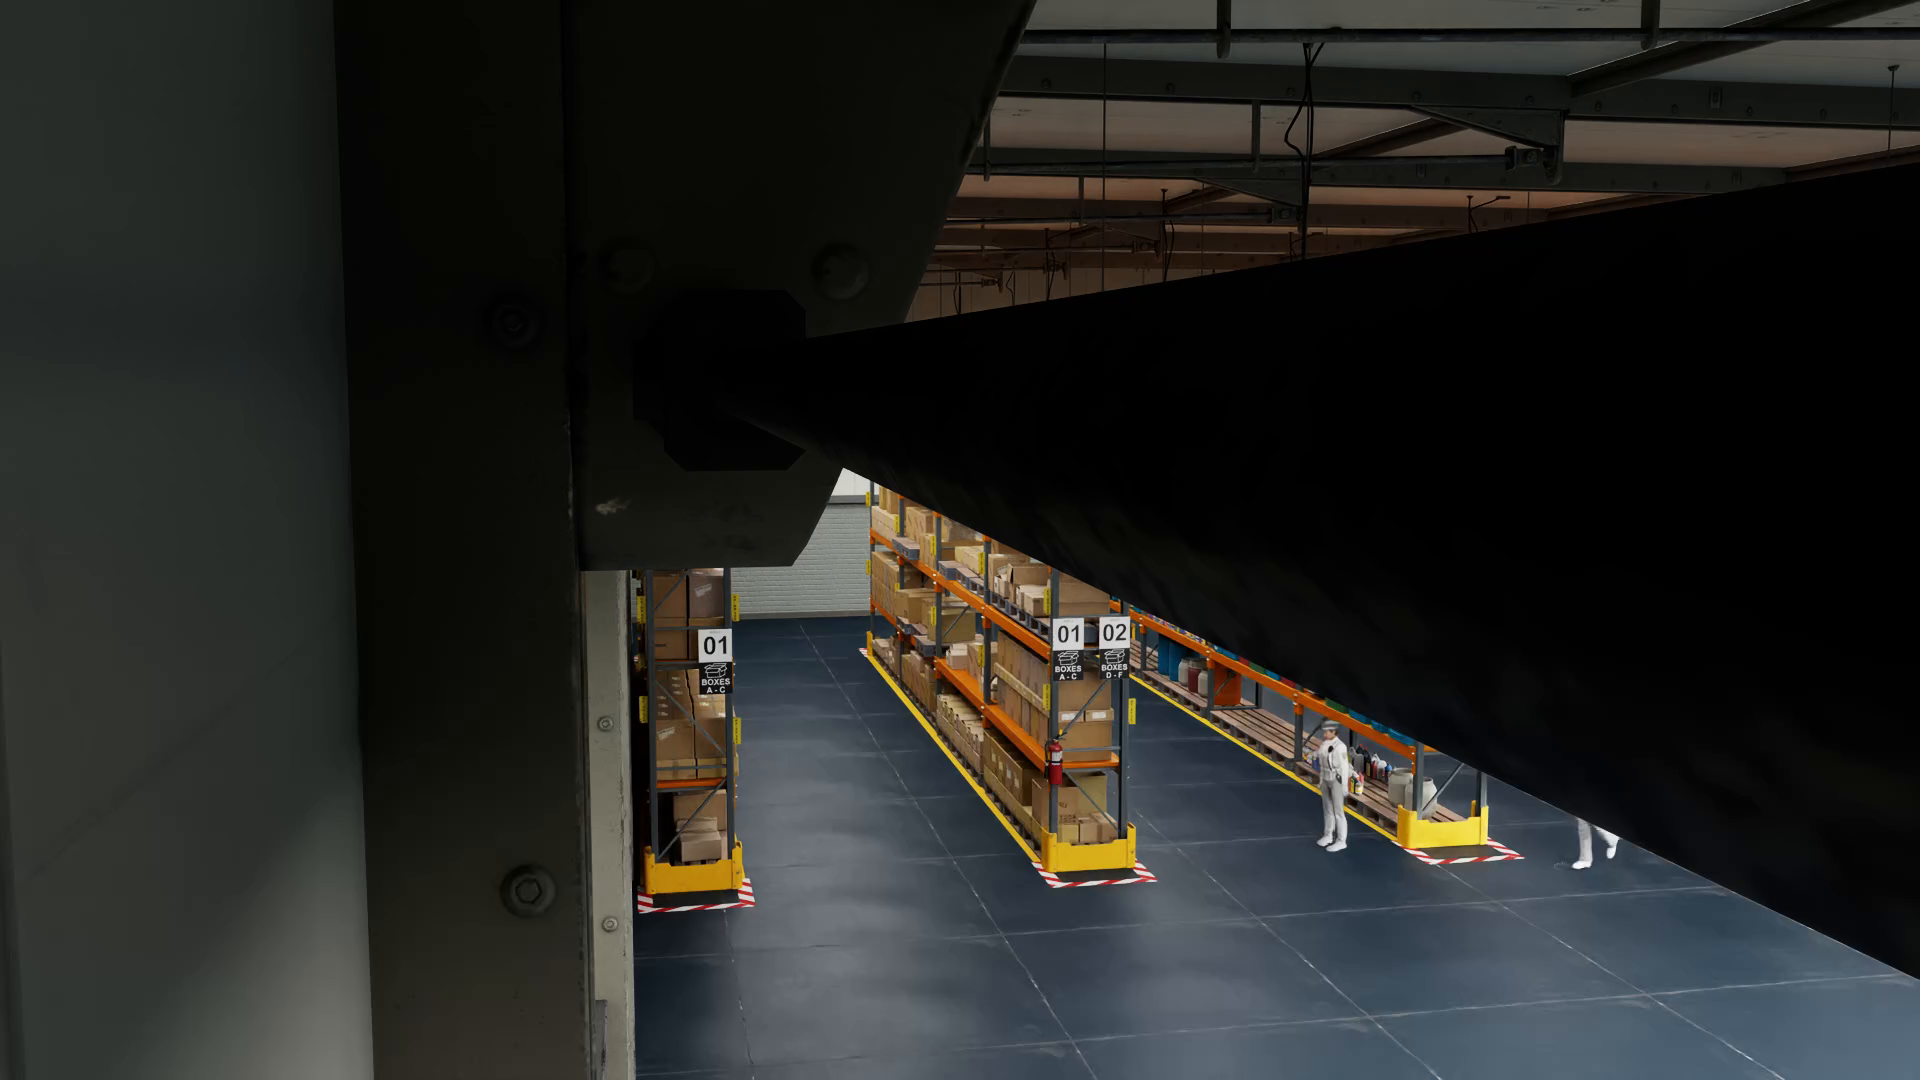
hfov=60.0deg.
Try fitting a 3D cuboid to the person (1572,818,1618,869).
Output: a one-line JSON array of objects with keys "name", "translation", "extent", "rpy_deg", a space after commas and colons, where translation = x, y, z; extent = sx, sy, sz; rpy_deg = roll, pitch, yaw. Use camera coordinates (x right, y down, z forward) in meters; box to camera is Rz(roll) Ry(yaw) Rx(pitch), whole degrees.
[{"name": "person", "translation": [8.059, 3.309, 20.992], "extent": [0.430, 1.658, 0.666], "rpy_deg": [5, 8, 42]}]

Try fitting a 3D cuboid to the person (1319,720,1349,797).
[{"name": "person", "translation": [4.896, 2.875, 21.920], "extent": [0.273, 0.996, 0.513], "rpy_deg": [-2, 6, -20]}]
